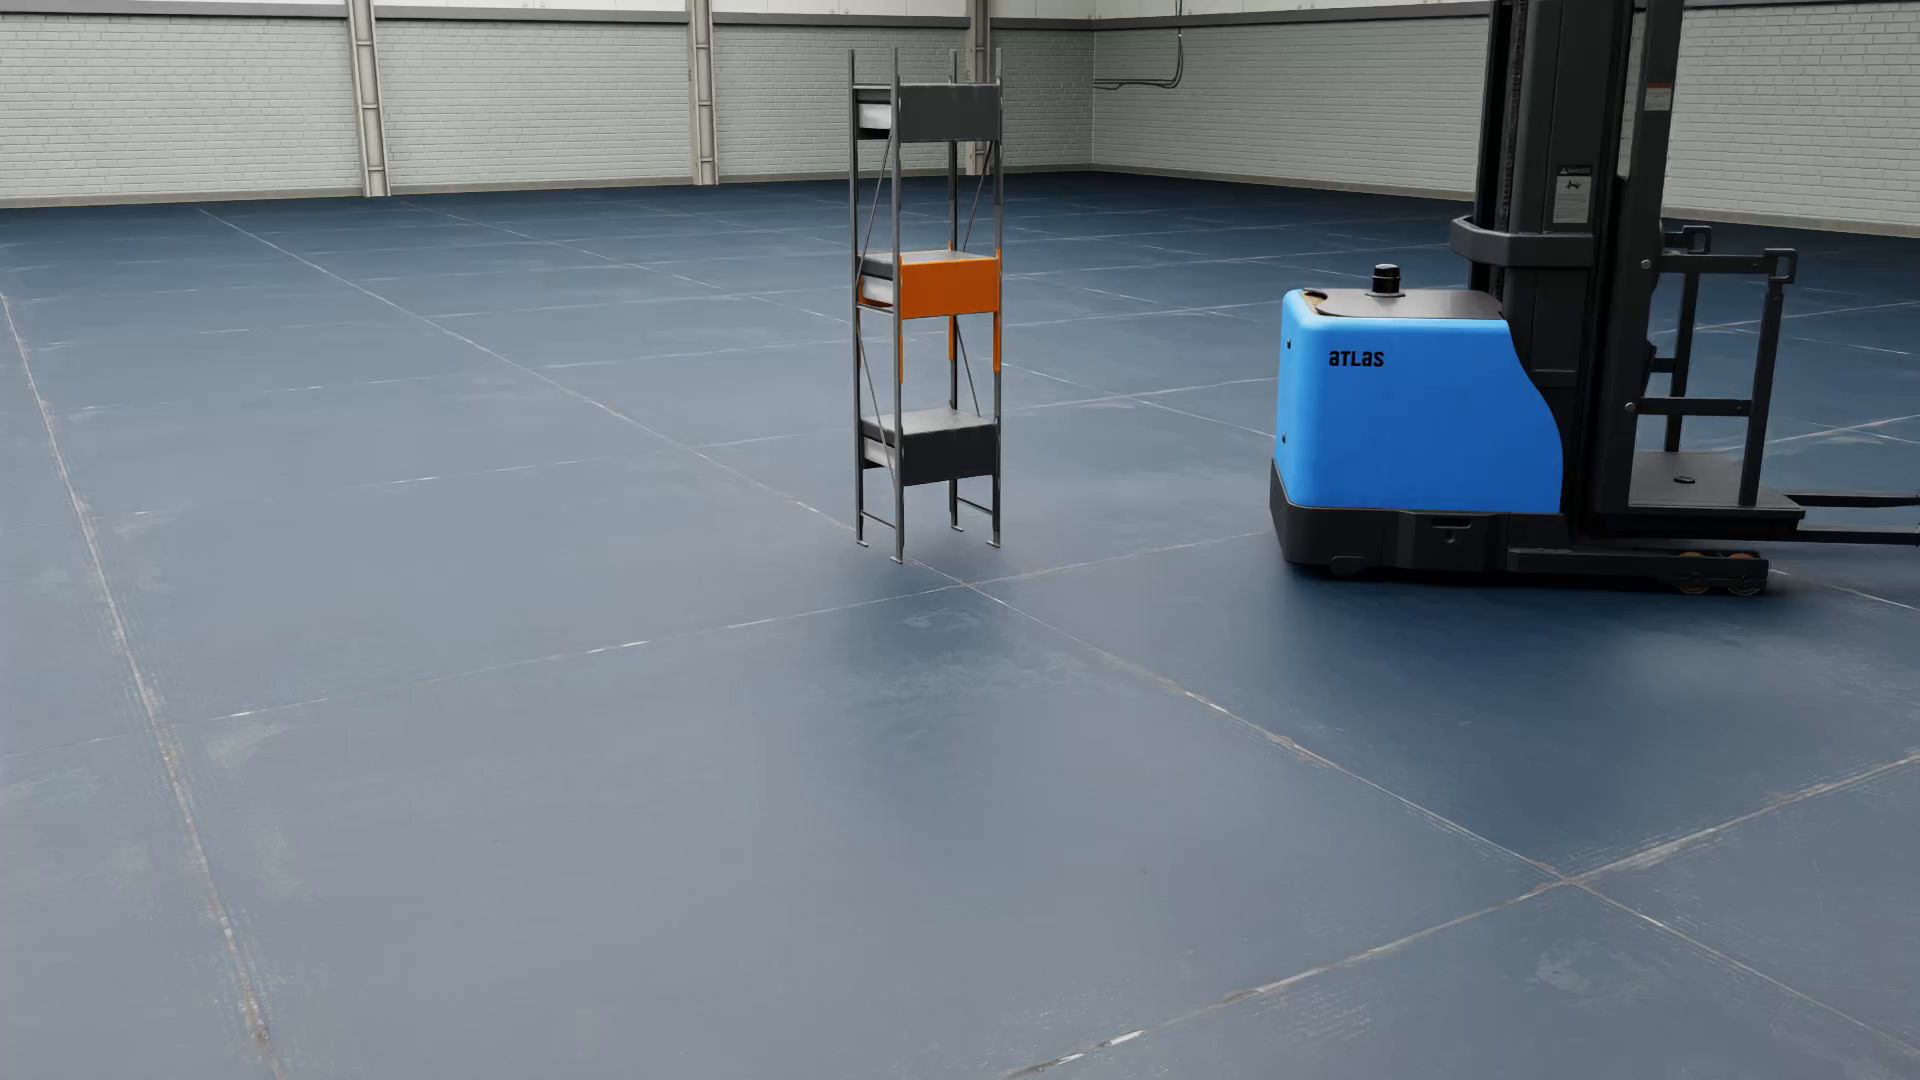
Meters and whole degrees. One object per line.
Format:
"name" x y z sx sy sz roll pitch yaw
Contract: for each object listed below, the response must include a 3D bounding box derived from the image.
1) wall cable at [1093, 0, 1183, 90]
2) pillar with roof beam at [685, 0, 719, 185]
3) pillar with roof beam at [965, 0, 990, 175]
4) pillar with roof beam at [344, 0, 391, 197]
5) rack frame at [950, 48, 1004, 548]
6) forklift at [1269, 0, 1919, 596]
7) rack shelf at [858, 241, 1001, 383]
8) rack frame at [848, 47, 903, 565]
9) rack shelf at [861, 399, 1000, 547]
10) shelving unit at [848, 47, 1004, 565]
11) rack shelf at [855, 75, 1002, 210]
"wall cable" 3.565 -10.470 33.840 0.112 2.526 3.097 -9 18 -30
"pillar with roof beam" -2.567 -10.031 26.523 0.400 9.000 9.100 -9 18 -30
"pillar with roof beam" 2.576 -10.865 29.498 0.400 9.000 9.100 -9 18 -30
"pillar with roof beam" -7.711 -9.197 23.547 0.400 9.000 9.100 -9 18 -30
"rack frame" 0.067 -1.022 7.165 0.015 2.100 0.400 -9 18 -30
"forklift" 2.894 -1.341 6.763 3.031 2.935 1.130 2 16 6
"rack shelf" -0.142 -0.975 7.048 0.480 0.518 0.431 -9 18 -30
"rack frame" -0.351 -0.954 6.923 0.015 2.100 0.400 -9 18 -30
"rack shelf" -0.142 -0.301 7.237 0.480 0.518 0.431 -9 18 -30
"shelving unit" -0.142 -0.988 7.044 0.503 2.100 0.431 -9 18 -30
"rack shelf" -0.142 -1.649 6.859 0.480 0.518 0.431 -9 18 -30
